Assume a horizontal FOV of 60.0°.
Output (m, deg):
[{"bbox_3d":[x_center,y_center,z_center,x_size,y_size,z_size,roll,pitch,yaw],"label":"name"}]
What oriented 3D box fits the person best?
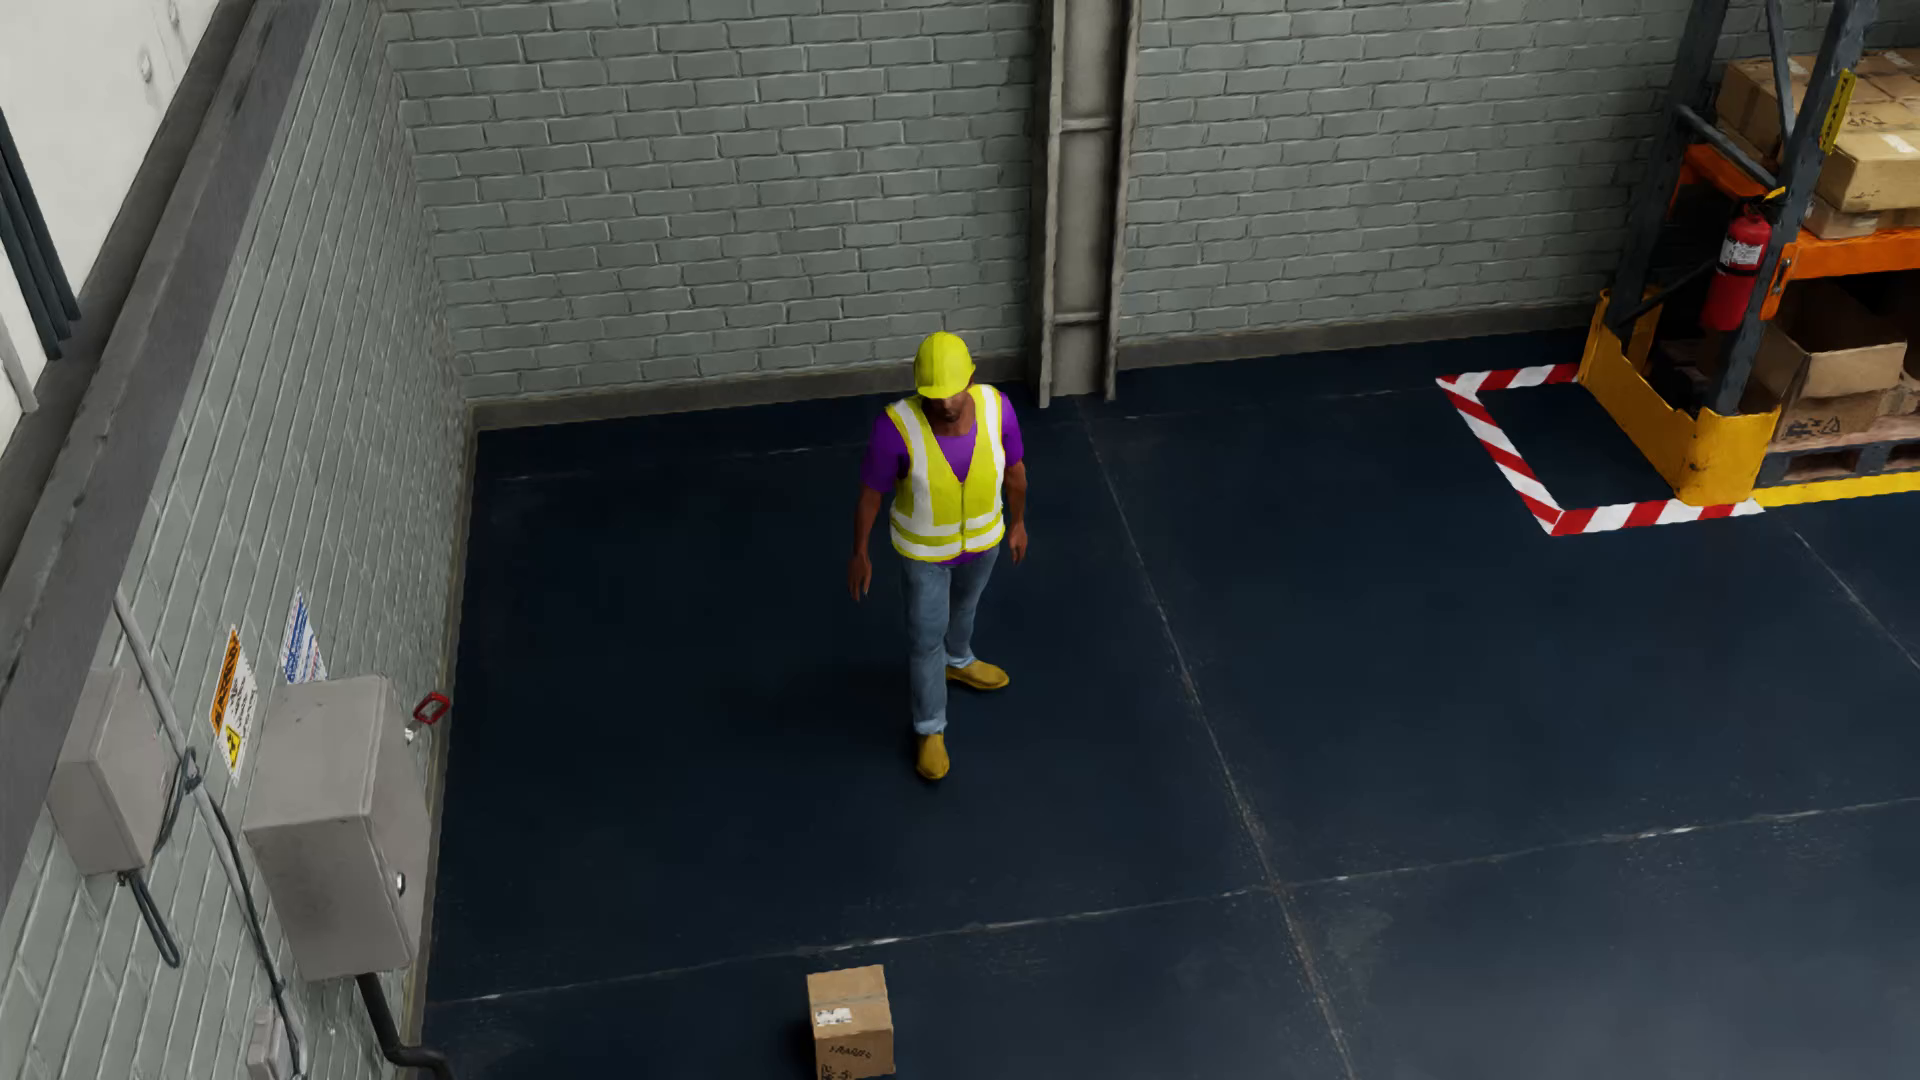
[{"bbox_3d":[-0.058,0.039,6.070,0.708,1.766,0.628,-16,41,-19],"label":"person"}]
